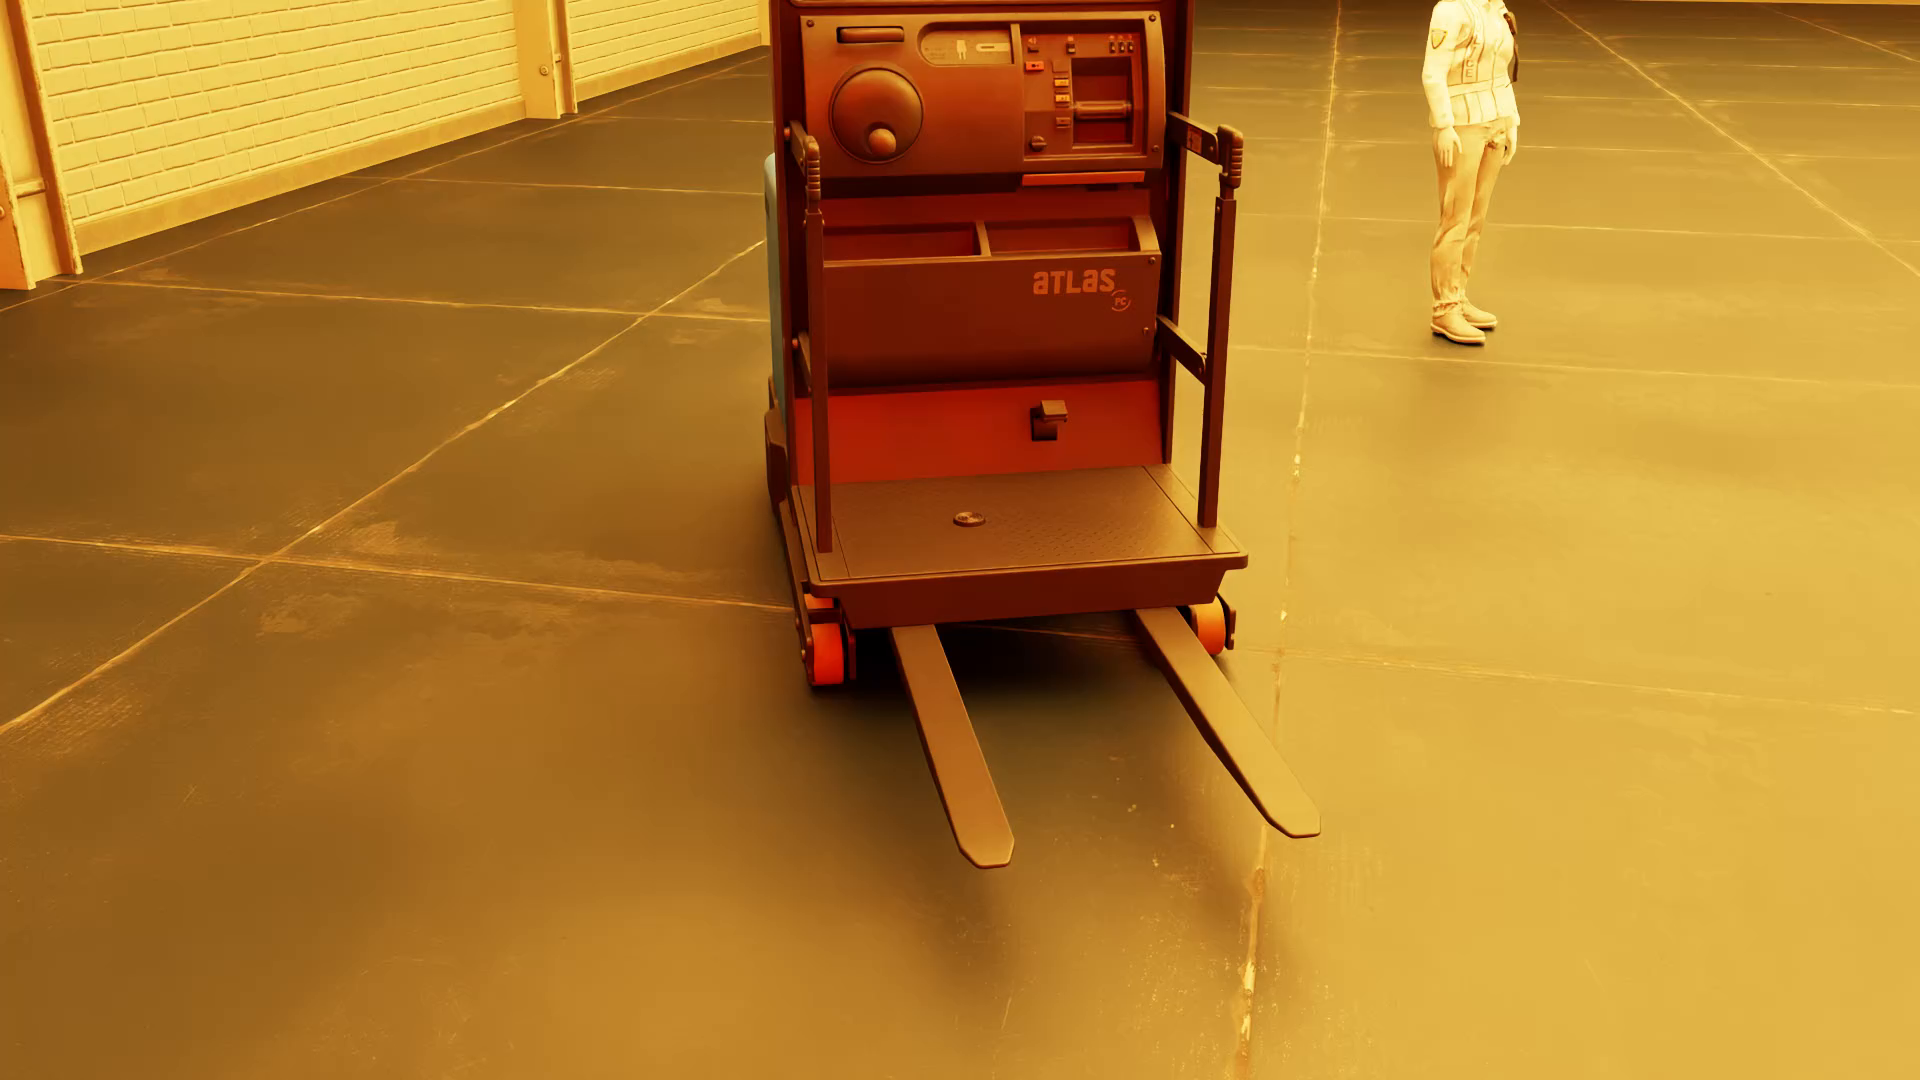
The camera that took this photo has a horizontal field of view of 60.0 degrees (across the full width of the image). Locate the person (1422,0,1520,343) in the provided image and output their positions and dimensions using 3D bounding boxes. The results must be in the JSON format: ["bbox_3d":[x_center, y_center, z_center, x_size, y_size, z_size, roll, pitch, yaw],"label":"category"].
[{"bbox_3d":[2.272,-1.766,7.216,0.585,1.695,0.532,-18,28,-37],"label":"person"}]

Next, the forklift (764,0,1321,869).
[{"bbox_3d":[0.104,-1.131,4.040,1.130,2.935,3.031,-4,22,-9],"label":"forklift"}]
